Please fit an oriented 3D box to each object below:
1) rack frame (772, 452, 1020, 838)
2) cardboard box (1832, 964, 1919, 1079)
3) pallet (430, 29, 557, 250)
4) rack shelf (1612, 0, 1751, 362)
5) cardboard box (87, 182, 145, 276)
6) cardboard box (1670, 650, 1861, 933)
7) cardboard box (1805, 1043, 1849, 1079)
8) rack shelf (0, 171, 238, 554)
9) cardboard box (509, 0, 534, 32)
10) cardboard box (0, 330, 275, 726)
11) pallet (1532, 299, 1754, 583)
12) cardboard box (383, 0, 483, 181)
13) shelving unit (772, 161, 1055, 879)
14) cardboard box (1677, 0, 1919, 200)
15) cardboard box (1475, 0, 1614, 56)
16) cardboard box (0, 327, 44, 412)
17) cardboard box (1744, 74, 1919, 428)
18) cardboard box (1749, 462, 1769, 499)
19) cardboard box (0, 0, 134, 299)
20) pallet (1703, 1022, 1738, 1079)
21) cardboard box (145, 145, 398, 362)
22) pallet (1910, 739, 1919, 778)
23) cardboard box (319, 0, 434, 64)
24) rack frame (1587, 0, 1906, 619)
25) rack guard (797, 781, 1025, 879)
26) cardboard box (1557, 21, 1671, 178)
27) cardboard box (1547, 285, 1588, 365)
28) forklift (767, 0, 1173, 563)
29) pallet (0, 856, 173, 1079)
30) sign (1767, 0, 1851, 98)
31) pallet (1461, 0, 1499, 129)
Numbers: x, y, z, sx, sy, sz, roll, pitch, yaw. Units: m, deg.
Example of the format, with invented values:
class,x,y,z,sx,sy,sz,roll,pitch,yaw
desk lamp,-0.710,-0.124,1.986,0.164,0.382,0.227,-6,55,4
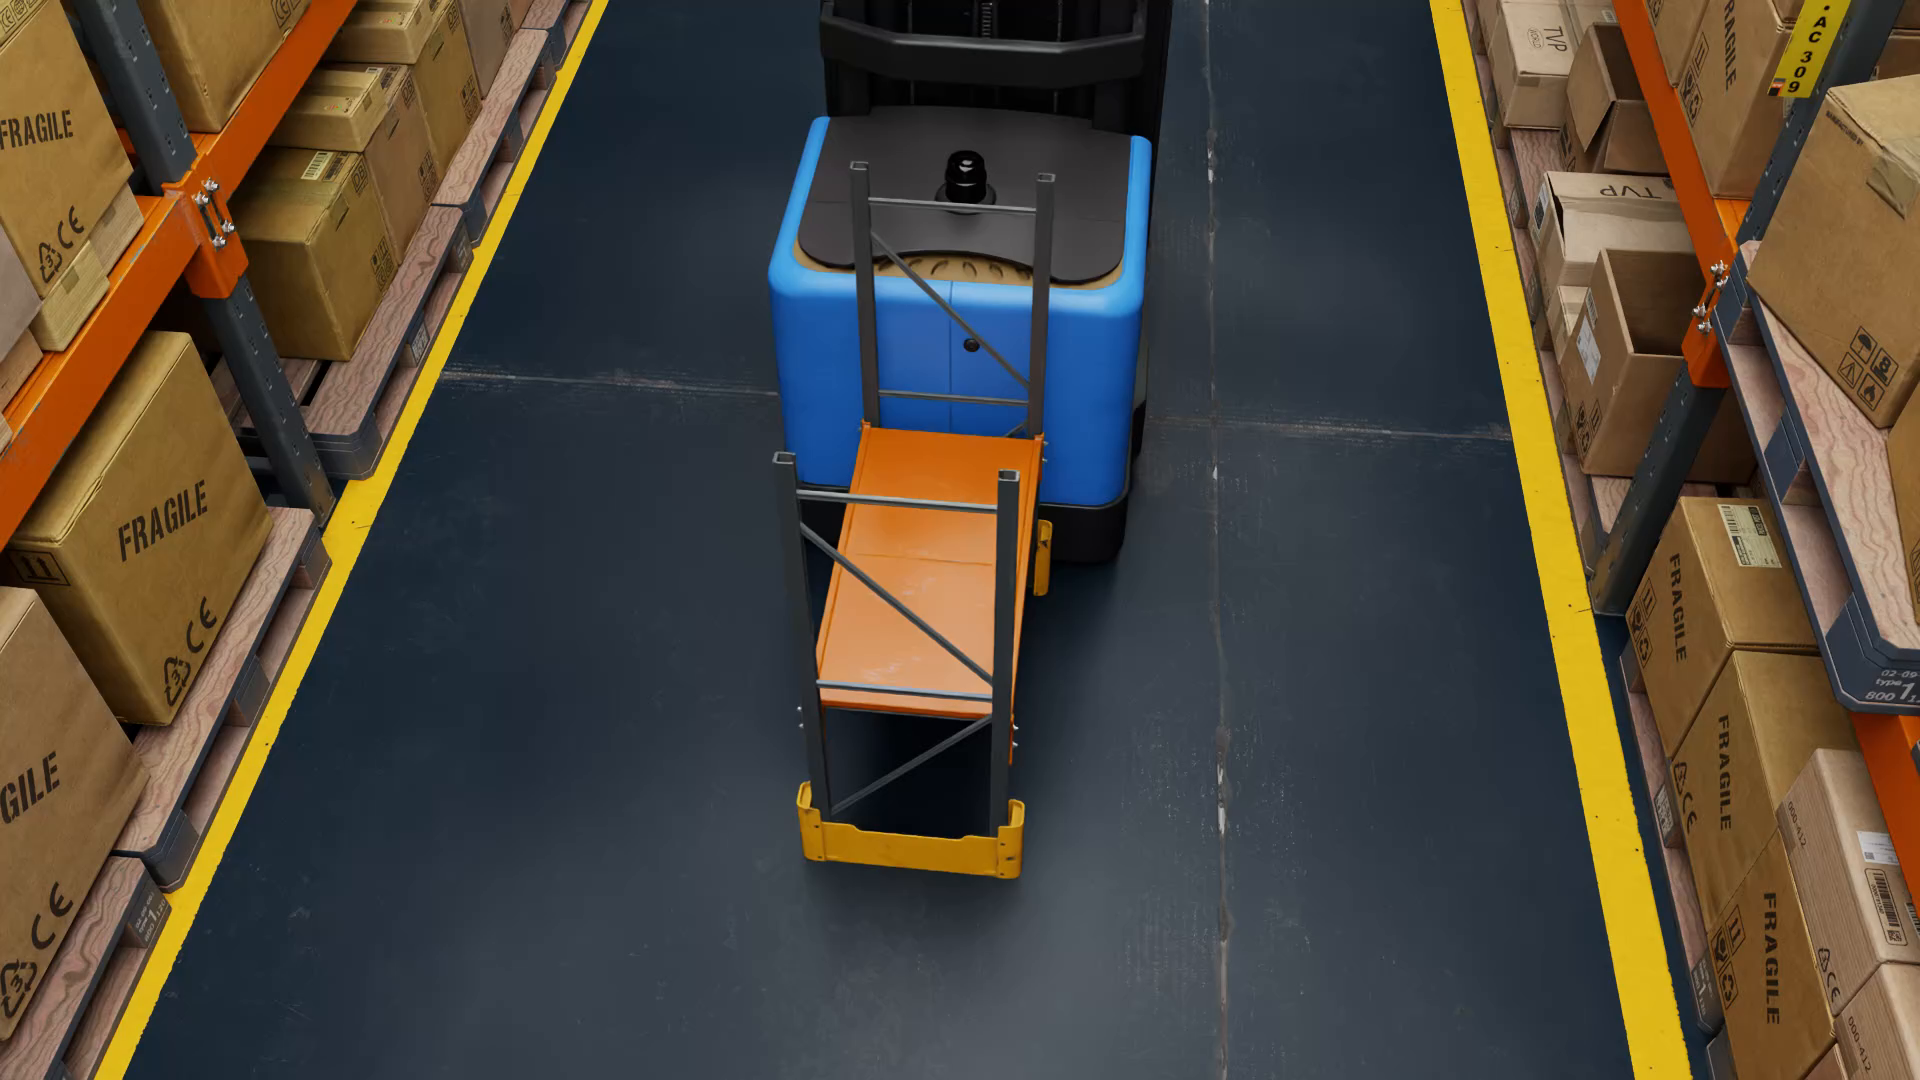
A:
class,x,y,z,sx,sy,sz,roll,pitch,yaw
rack frame,-0.129,0.357,3.907,0.500,1.500,0.032,5,48,4
cardboard box,1.999,1.092,3.106,0.500,0.250,0.500,3,48,3
pallet,-2.255,-1.635,6.602,1.003,0.211,1.213,4,48,4
rack shelf,2.605,-2.020,5.552,1.077,0.370,4.000,4,48,4
cardboard box,-2.260,-0.778,4.085,0.380,0.149,0.250,4,48,4
cardboard box,2.098,0.634,4.033,0.500,0.500,0.500,4,48,4
cardboard box,1.998,1.372,3.358,0.500,0.500,0.500,2,48,2
rack shelf,-2.693,0.589,3.166,1.077,0.370,4.000,4,48,4
cardboard box,-2.156,-2.472,6.888,0.700,0.500,0.500,4,48,3
cardboard box,-2.441,-0.053,4.438,0.750,0.750,0.750,4,48,4
pallet,2.486,-0.356,5.433,1.003,0.211,1.213,4,48,4
cardboard box,-2.243,-1.710,6.191,0.700,0.500,0.500,5,48,4
shelving unit,-0.073,-0.022,4.254,0.587,1.500,1.083,5,48,4
cardboard box,2.212,-1.211,4.257,0.500,0.500,0.500,5,48,4
cardboard box,2.409,-2.205,6.799,0.500,0.250,0.500,4,48,4
cardboard box,-2.328,-0.404,3.743,0.380,0.149,0.250,5,48,5
cardboard box,2.156,-0.635,3.446,0.700,0.500,0.500,-11,48,-10
cardboard box,2.676,-0.328,5.041,0.500,0.311,0.500,4,48,4
cardboard box,-2.302,-0.908,3.765,0.500,0.500,0.500,3,48,3
pallet,2.277,1.647,3.600,1.003,0.211,1.213,4,48,4
cardboard box,-2.341,-0.964,5.508,0.700,0.500,0.500,4,48,4
pallet,2.230,0.782,2.632,1.003,0.211,1.213,4,48,4
cardboard box,-2.080,-1.806,5.839,0.380,0.149,0.250,3,48,2
rack frame,2.422,-0.793,3.943,1.000,3.000,0.127,4,48,4
rack guard,-0.127,0.765,4.381,0.587,0.250,0.087,5,48,4
cardboard box,2.588,-1.480,5.964,0.797,0.503,0.637,4,48,4
cardboard box,2.166,-0.697,5.488,0.380,0.149,0.250,4,48,4
forklift,0.137,-2.015,5.107,1.130,2.935,3.031,5,48,4
pallet,-2.615,1.289,3.928,1.003,0.211,1.213,4,48,4
sign,1.881,-1.116,3.651,0.100,0.325,0.005,4,48,4
pallet,2.708,-2.149,7.073,1.003,0.211,1.213,4,48,4
